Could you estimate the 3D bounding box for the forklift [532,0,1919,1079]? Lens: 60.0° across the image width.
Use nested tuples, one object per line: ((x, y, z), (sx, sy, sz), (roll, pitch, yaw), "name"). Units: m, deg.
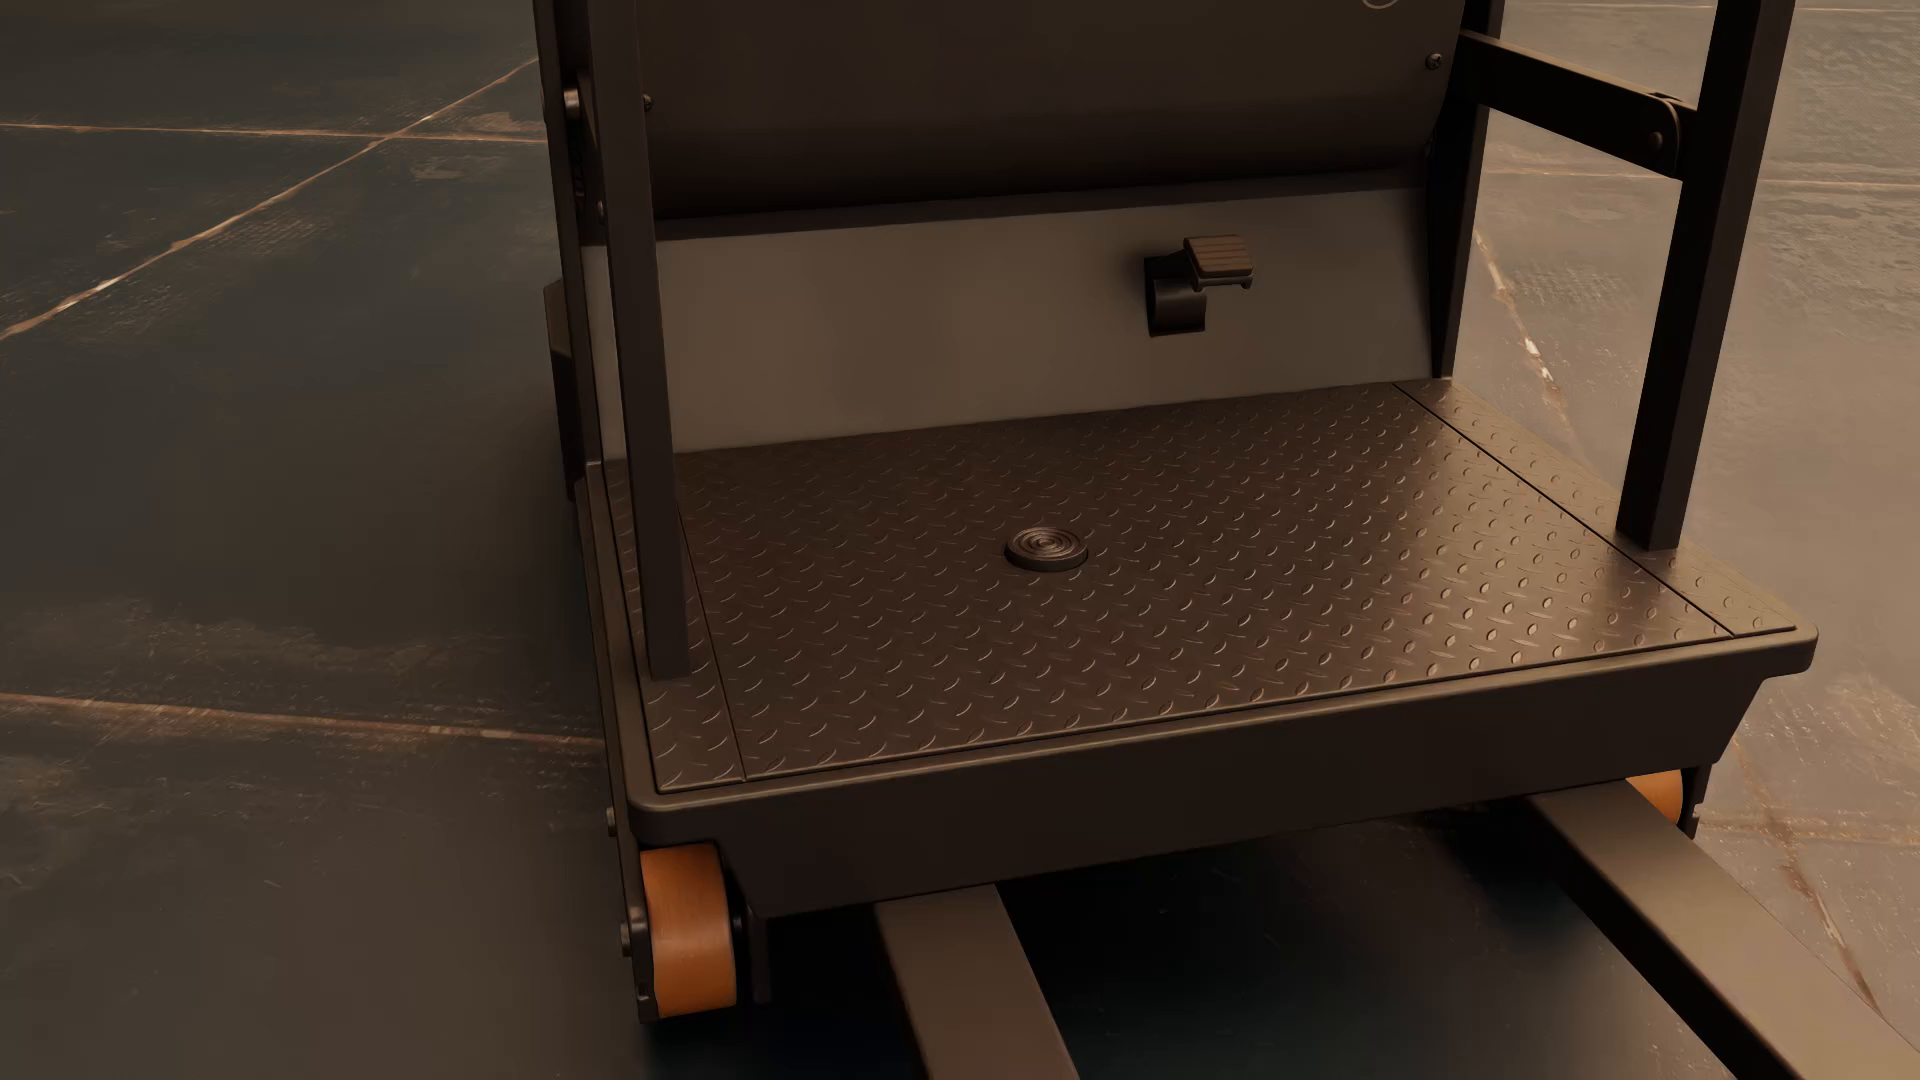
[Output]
((0.153, -1.049, 1.319), (1.130, 2.935, 3.031), (-7, 27, -13), "forklift")
